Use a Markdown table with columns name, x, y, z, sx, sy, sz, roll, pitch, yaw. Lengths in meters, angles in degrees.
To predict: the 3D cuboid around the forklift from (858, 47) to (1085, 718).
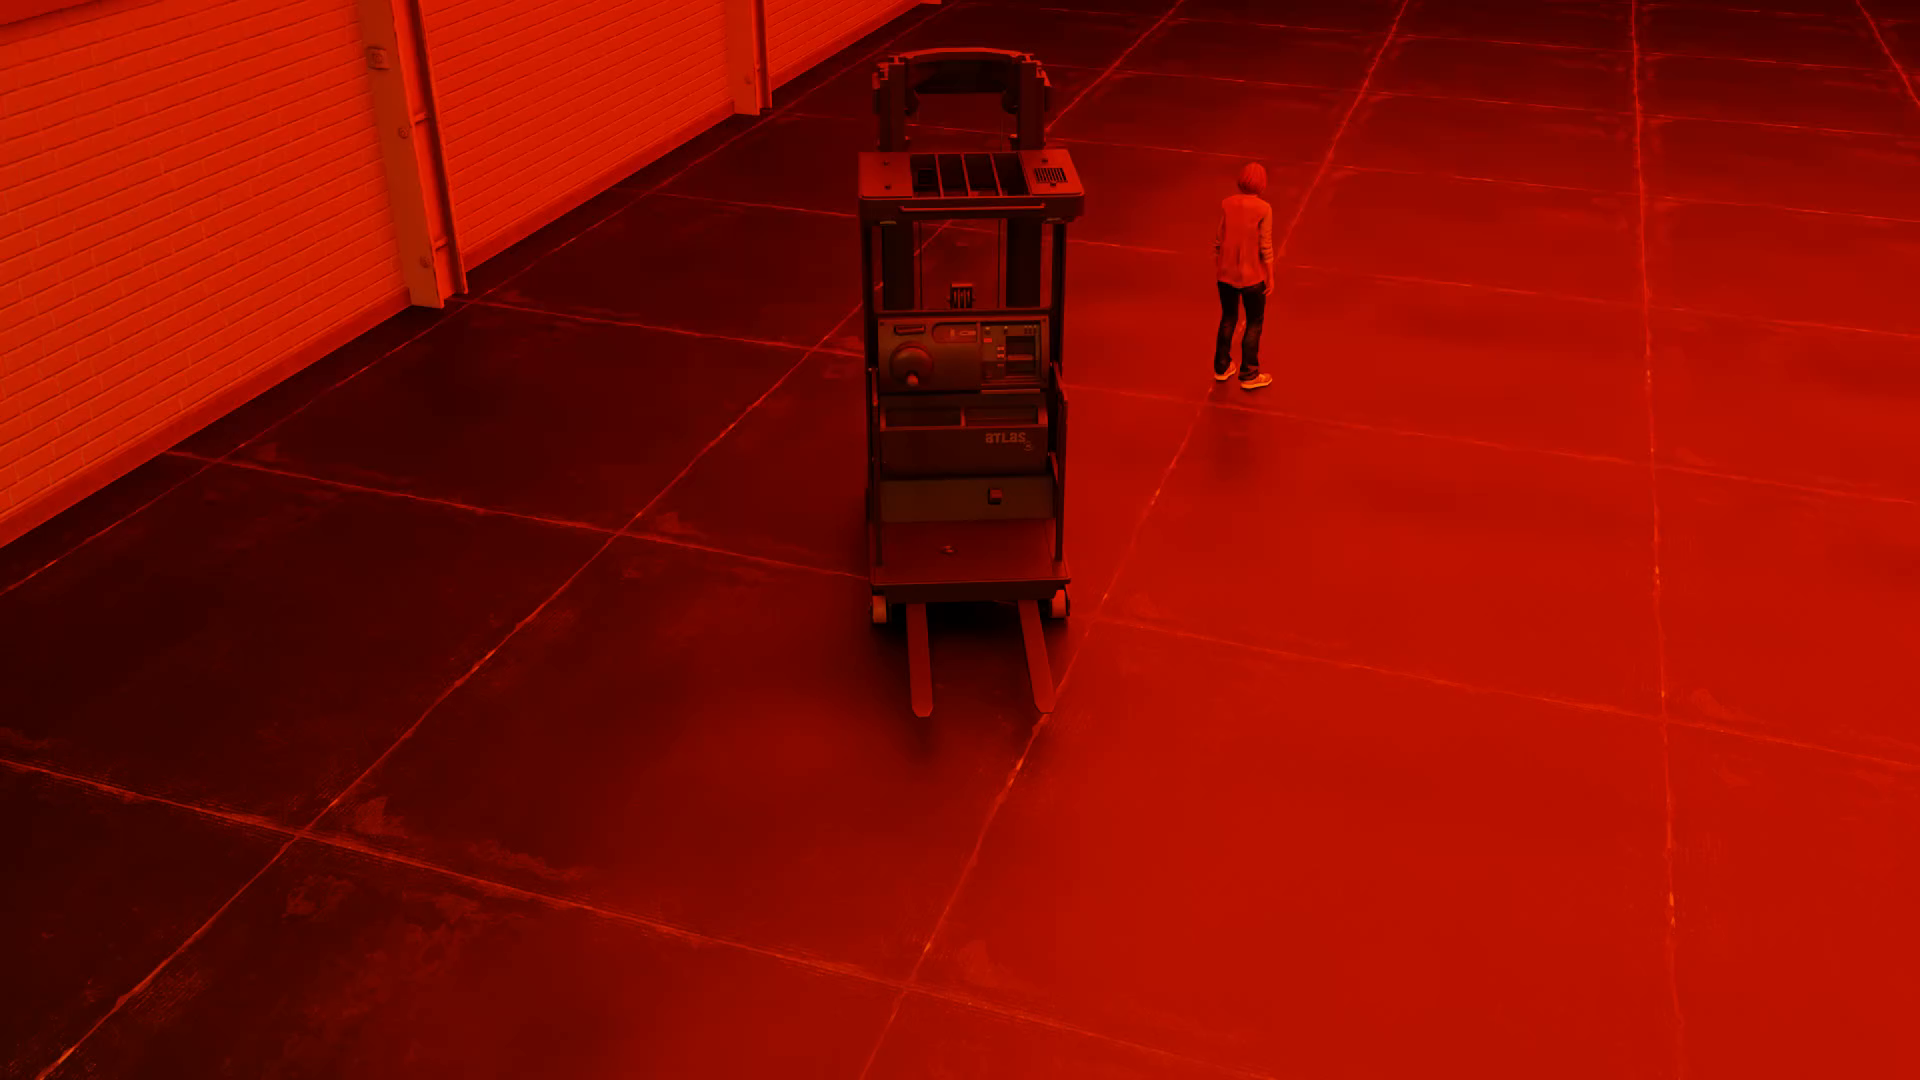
| name | x | y | z | sx | sy | sz | roll | pitch | yaw |
| --- | --- | --- | --- | --- | --- | --- | --- | --- | --- |
| forklift | 0.035 | -0.972 | 8.842 | 1.130 | 2.935 | 3.031 | -2 | 30 | -3 |

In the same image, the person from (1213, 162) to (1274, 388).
| name | x | y | z | sx | sy | sz | roll | pitch | yaw |
| --- | --- | --- | --- | --- | --- | --- | --- | --- | --- |
| person | 2.001 | -1.858 | 11.749 | 0.485 | 1.593 | 0.344 | 22 | 36 | 33 |
